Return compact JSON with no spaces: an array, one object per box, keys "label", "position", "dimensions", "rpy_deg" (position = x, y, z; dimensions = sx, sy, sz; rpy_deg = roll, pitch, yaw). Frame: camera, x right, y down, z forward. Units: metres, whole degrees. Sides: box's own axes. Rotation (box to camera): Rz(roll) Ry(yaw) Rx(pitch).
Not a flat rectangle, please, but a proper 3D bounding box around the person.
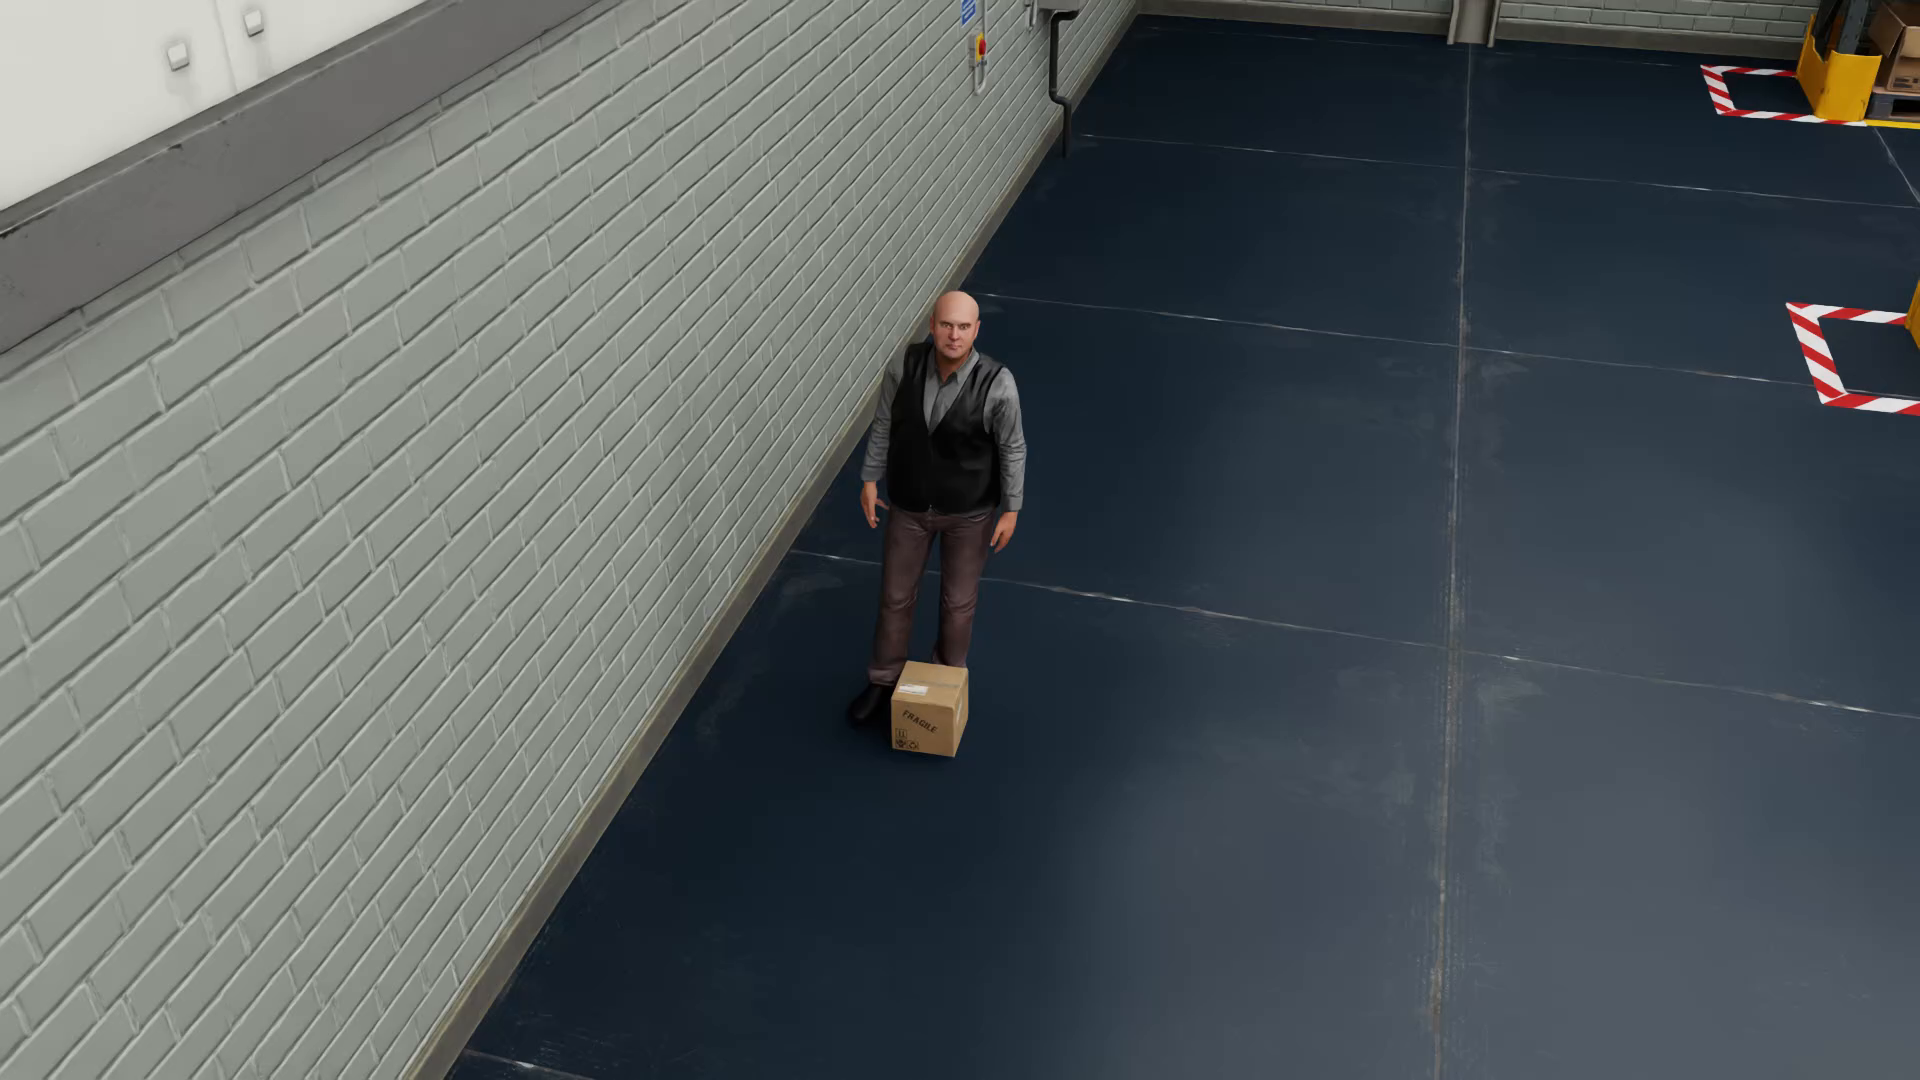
[{"label":"person","position":[-0.090,-0.087,6.281],"dimensions":[0.634,1.723,0.550],"rpy_deg":[8,33,12]}]
